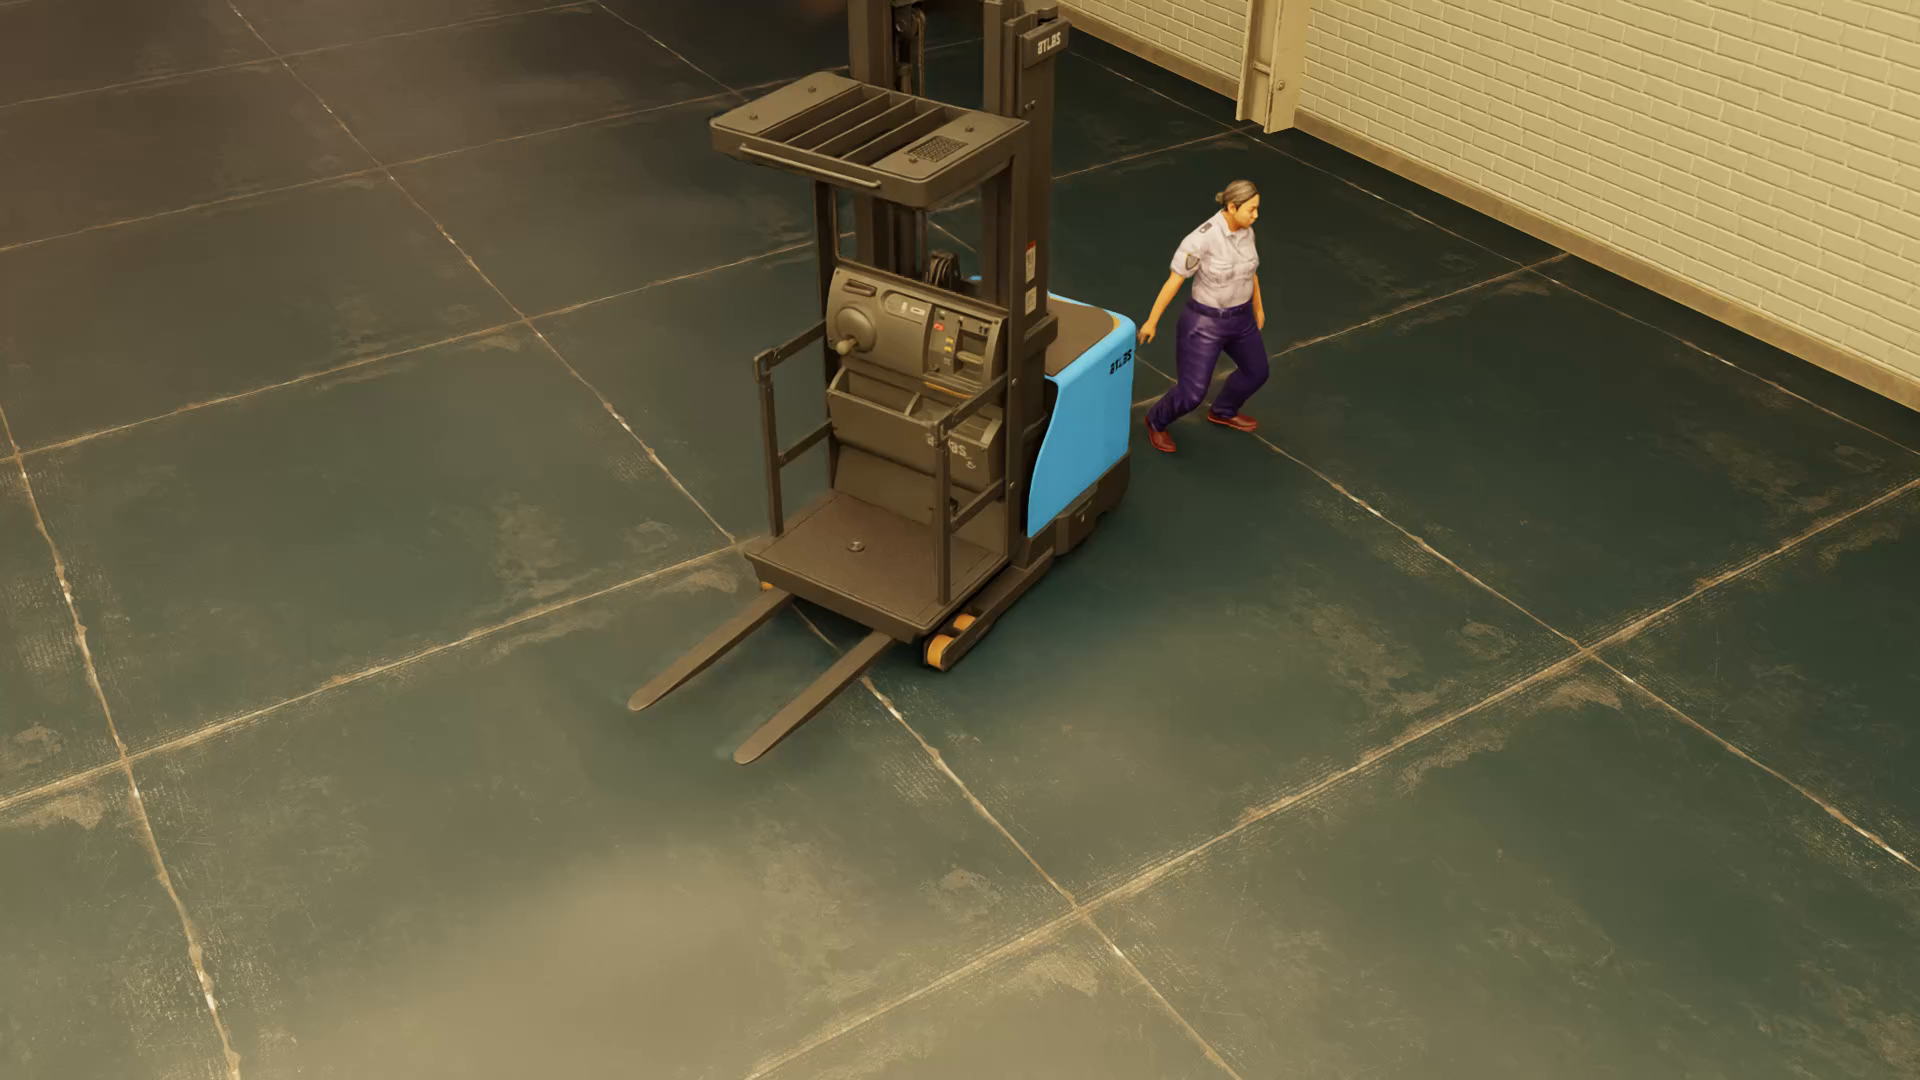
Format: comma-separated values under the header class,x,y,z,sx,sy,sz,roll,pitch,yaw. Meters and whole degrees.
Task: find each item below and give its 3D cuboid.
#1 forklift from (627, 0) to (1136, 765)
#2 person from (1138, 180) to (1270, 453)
class,x,y,z,sx,sy,sz,roll,pitch,yaw
forklift,-0.335,-0.902,7.431,1.130,2.935,3.031,21,40,27
person,1.337,-1.215,9.075,0.818,1.589,0.465,-19,39,-25
